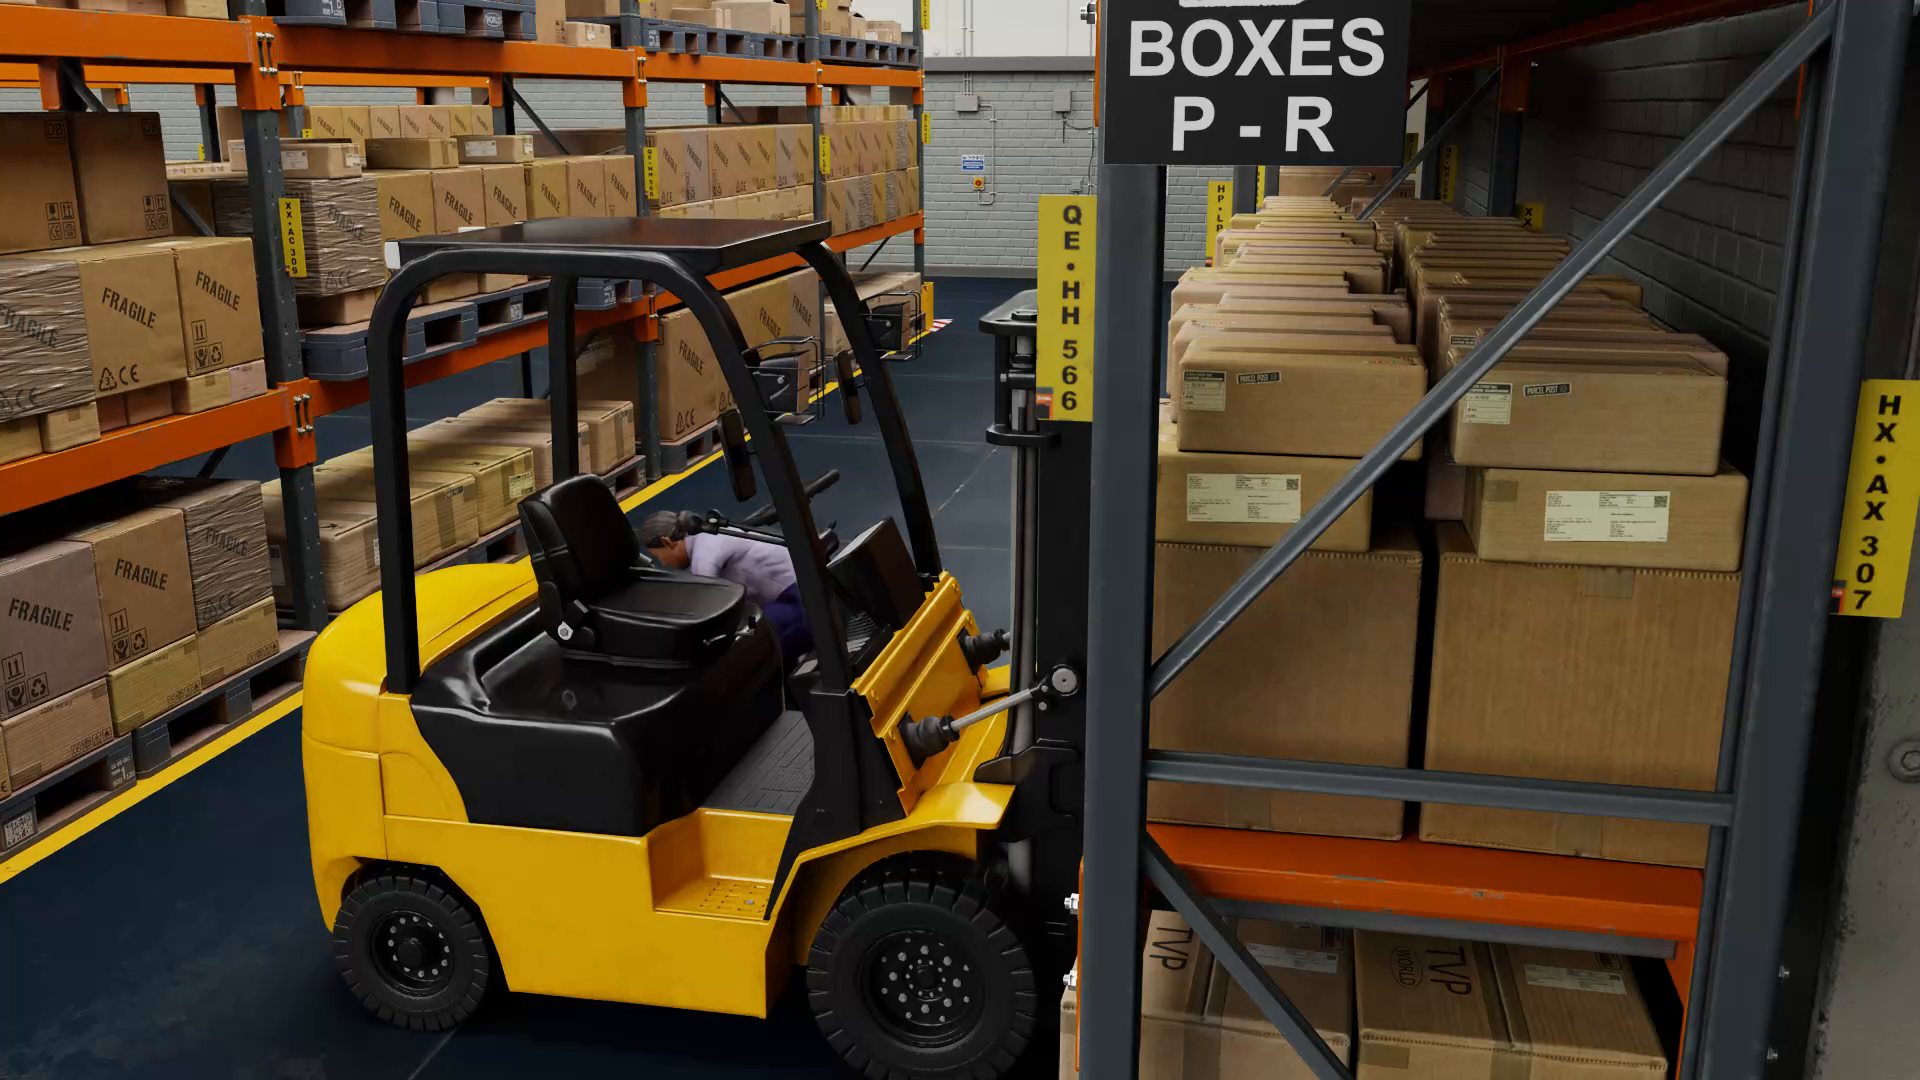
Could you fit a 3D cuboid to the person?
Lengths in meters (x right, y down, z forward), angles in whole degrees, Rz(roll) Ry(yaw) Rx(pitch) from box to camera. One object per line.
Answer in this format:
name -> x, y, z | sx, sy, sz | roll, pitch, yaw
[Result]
person -> -0.835, 0.343, 6.650 | 0.862, 0.939, 0.519 | 2, 15, 9
